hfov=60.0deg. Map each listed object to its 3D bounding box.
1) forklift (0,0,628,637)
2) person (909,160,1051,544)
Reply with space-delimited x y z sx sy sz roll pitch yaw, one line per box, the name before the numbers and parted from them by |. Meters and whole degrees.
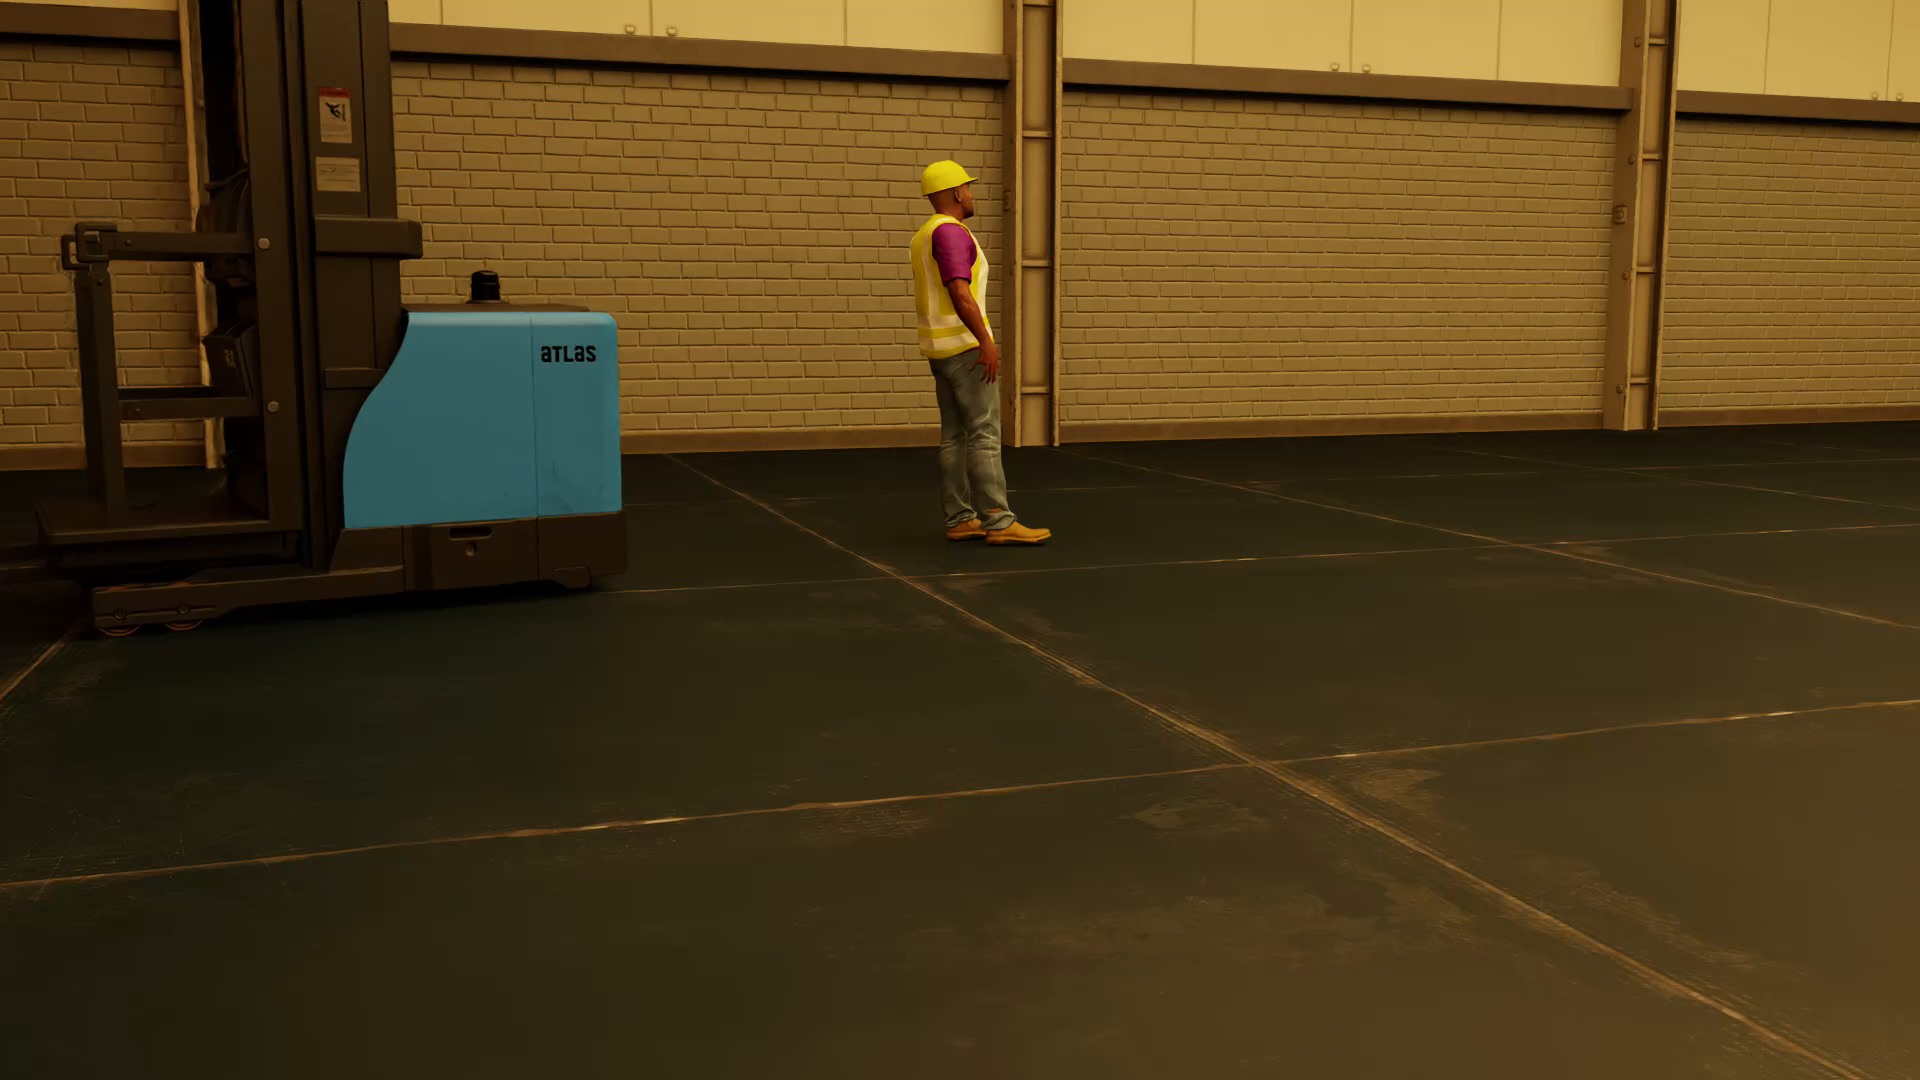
forklift | -2.831 -1.211 5.948 3.031 2.935 1.130 -5 9 -30
person | 0.068 -0.885 7.821 0.575 1.768 0.666 -3 8 -18
